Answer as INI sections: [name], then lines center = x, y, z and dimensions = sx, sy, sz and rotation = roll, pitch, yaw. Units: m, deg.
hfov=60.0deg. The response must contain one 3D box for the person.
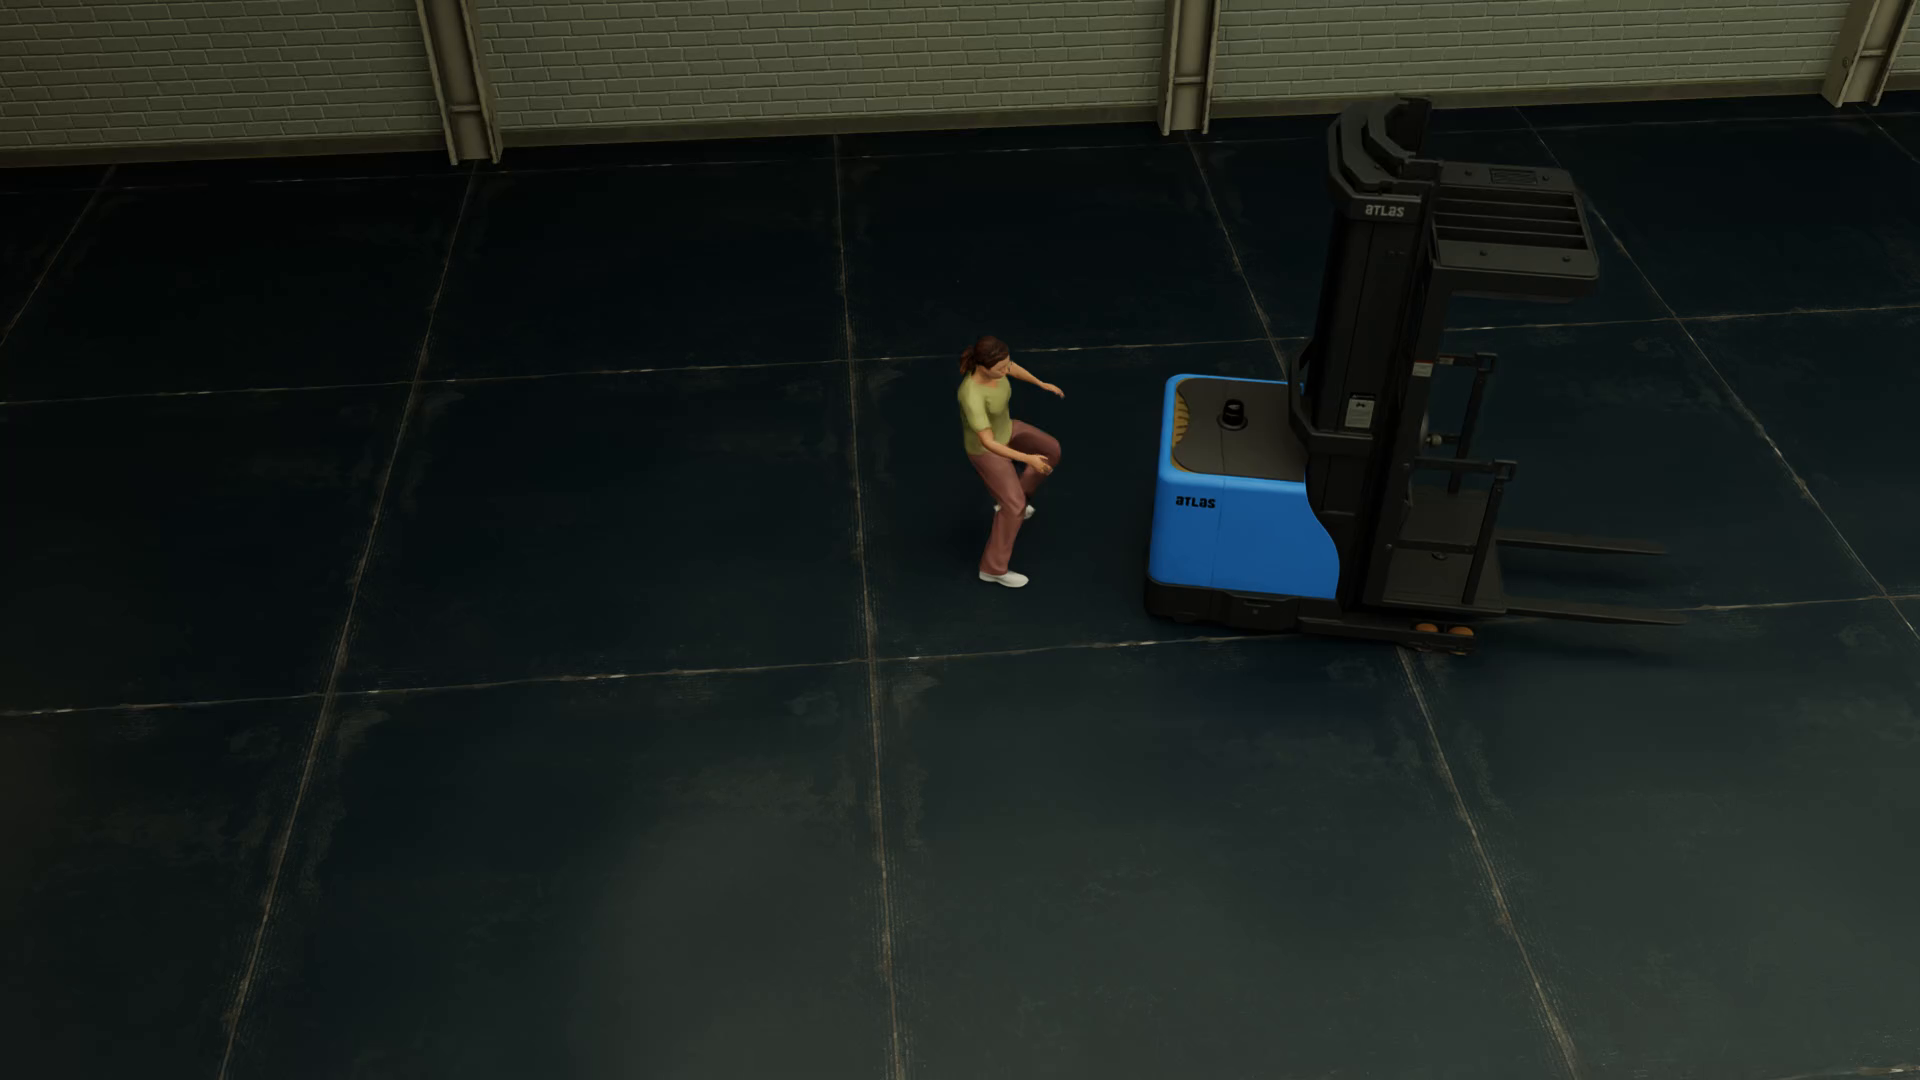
[person]
center = 0.314, -0.557, 9.691
dimensions = 0.674, 1.495, 0.835
rotation = 15, 43, 17

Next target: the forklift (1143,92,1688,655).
[forklift]
center = 2.622, -0.833, 8.911
dimensions = 3.031, 2.935, 1.130
rotation = 5, 41, 6
